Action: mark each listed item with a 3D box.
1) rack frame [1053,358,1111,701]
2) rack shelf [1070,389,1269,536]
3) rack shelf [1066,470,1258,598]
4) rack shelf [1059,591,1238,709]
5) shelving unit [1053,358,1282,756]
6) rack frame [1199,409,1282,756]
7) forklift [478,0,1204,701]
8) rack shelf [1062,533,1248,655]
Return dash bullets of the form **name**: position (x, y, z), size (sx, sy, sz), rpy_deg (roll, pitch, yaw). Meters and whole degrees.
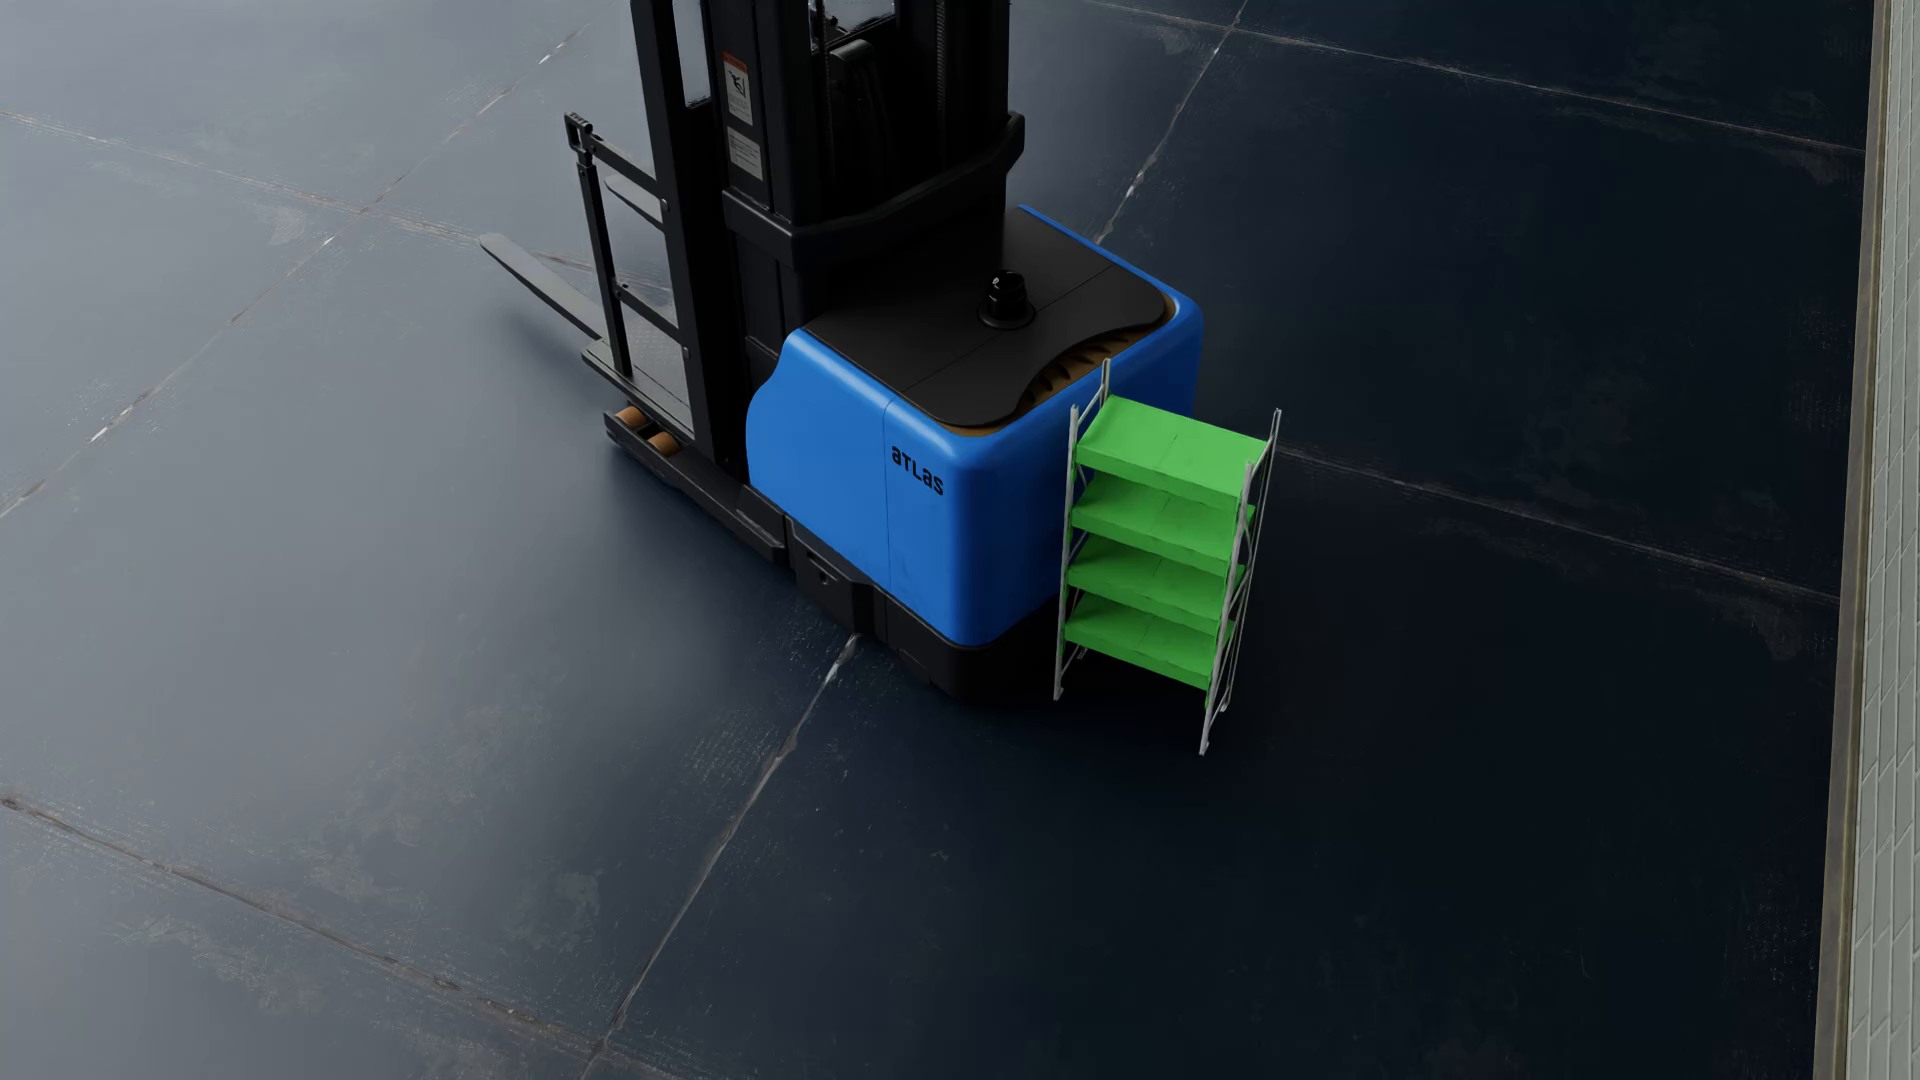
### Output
- **rack frame**: position (0.353, 0.004, 4.895), size (0.015, 1.200, 0.240), rpy_deg (19, 48, 18)
- **rack shelf**: position (0.572, -0.214, 4.525), size (0.480, 0.148, 0.258), rpy_deg (19, 48, 18)
- **rack shelf**: position (0.572, -0.044, 4.694), size (0.480, 0.148, 0.258), rpy_deg (19, 48, 18)
- **rack shelf**: position (0.572, 0.296, 5.033), size (0.480, 0.148, 0.258), rpy_deg (19, 48, 18)
- **shelving unit**: position (0.572, 0.081, 4.818), size (0.503, 1.200, 0.258), rpy_deg (19, 48, 18)
- **rack frame**: position (0.791, 0.157, 4.742), size (0.015, 1.200, 0.240), rpy_deg (19, 48, 18)
- **forklift**: position (-0.639, -1.484, 5.163), size (1.130, 2.935, 3.031), rpy_deg (-34, 54, -29)
- **rack shelf**: position (0.572, 0.126, 4.863), size (0.480, 0.148, 0.258), rpy_deg (19, 48, 18)
